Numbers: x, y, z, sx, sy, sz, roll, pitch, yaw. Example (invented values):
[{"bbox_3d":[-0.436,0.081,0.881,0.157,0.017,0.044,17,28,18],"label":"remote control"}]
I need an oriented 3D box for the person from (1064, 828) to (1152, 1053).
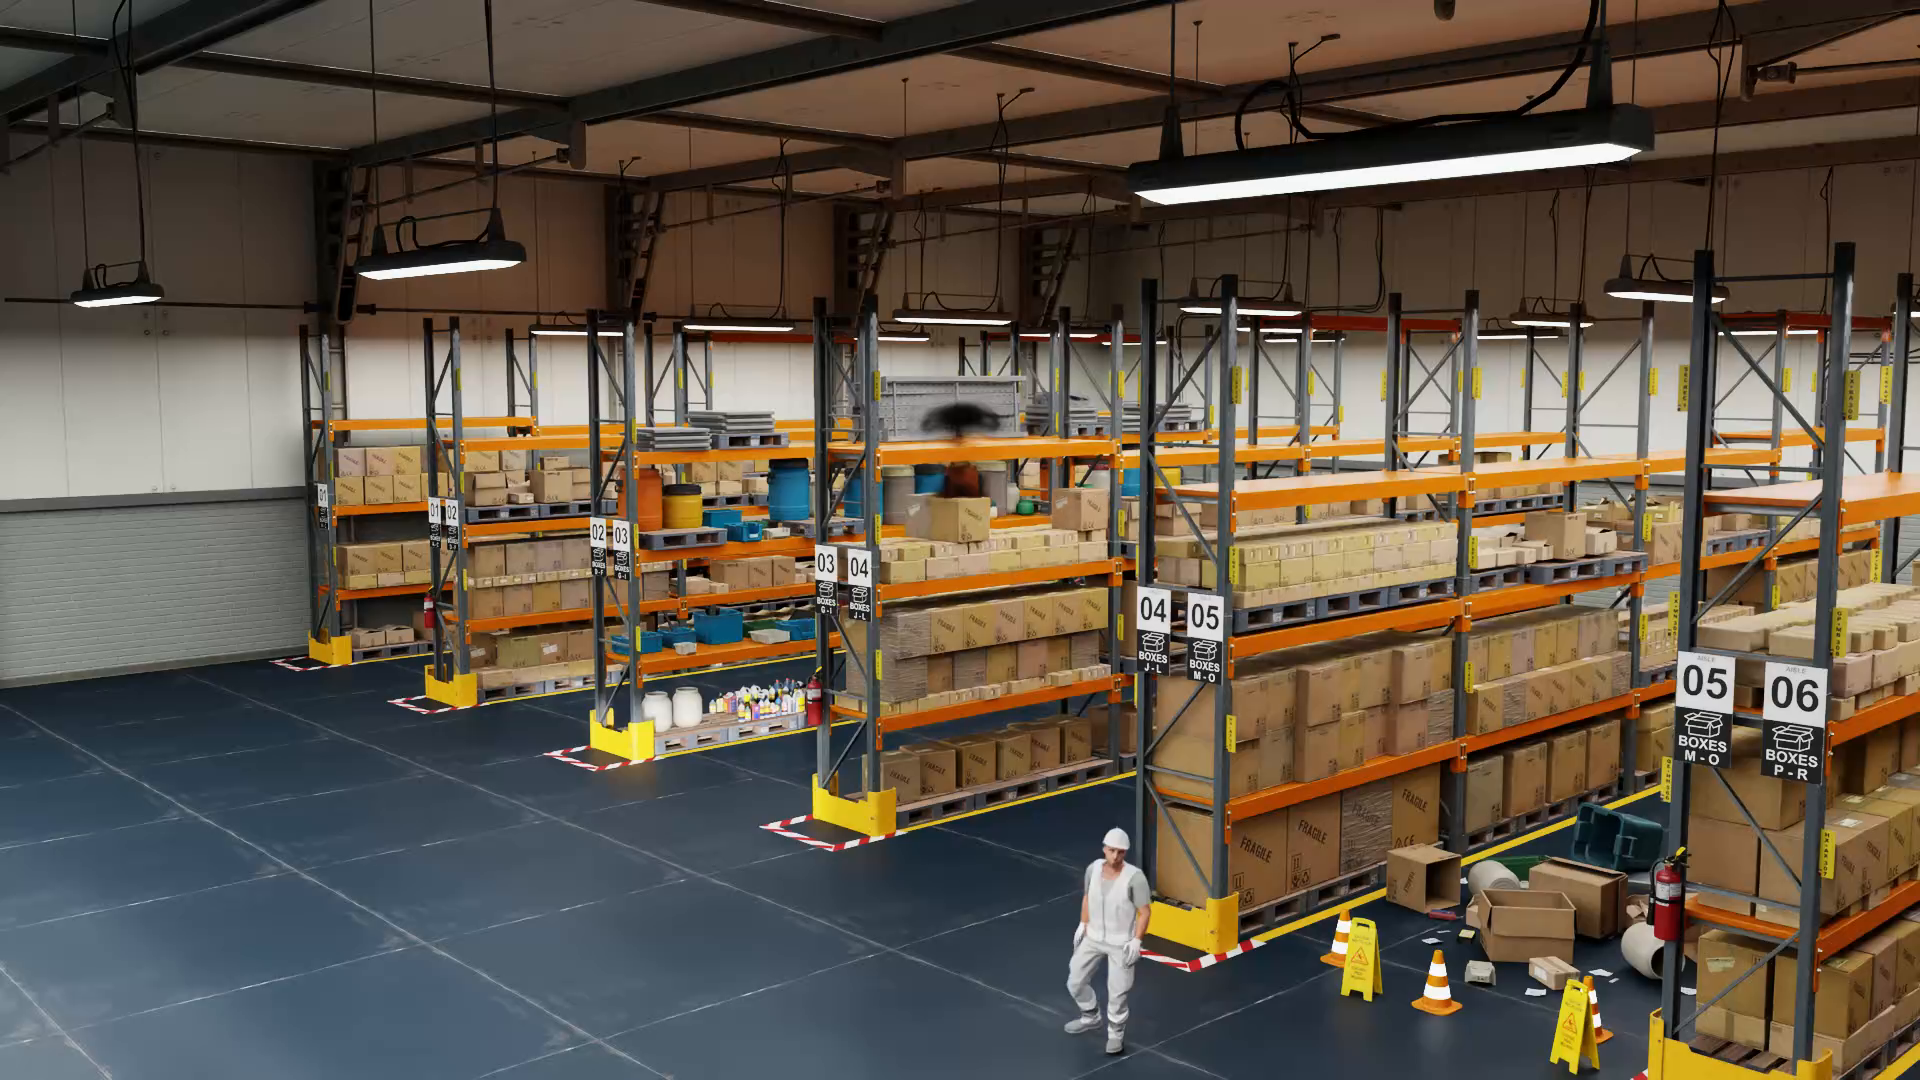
[{"bbox_3d":[1.076,3.025,12.556,0.768,1.755,0.592,3,7,28],"label":"person"}]

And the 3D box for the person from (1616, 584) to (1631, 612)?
[{"bbox_3d":[11.835,1.452,29.321,1.013,1.490,0.582,-5,8,-43],"label":"person"}]

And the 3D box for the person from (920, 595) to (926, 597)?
[{"bbox_3d":[-0.523,1.428,28.435,0.695,1.733,0.586,6,8,44],"label":"person"}]
